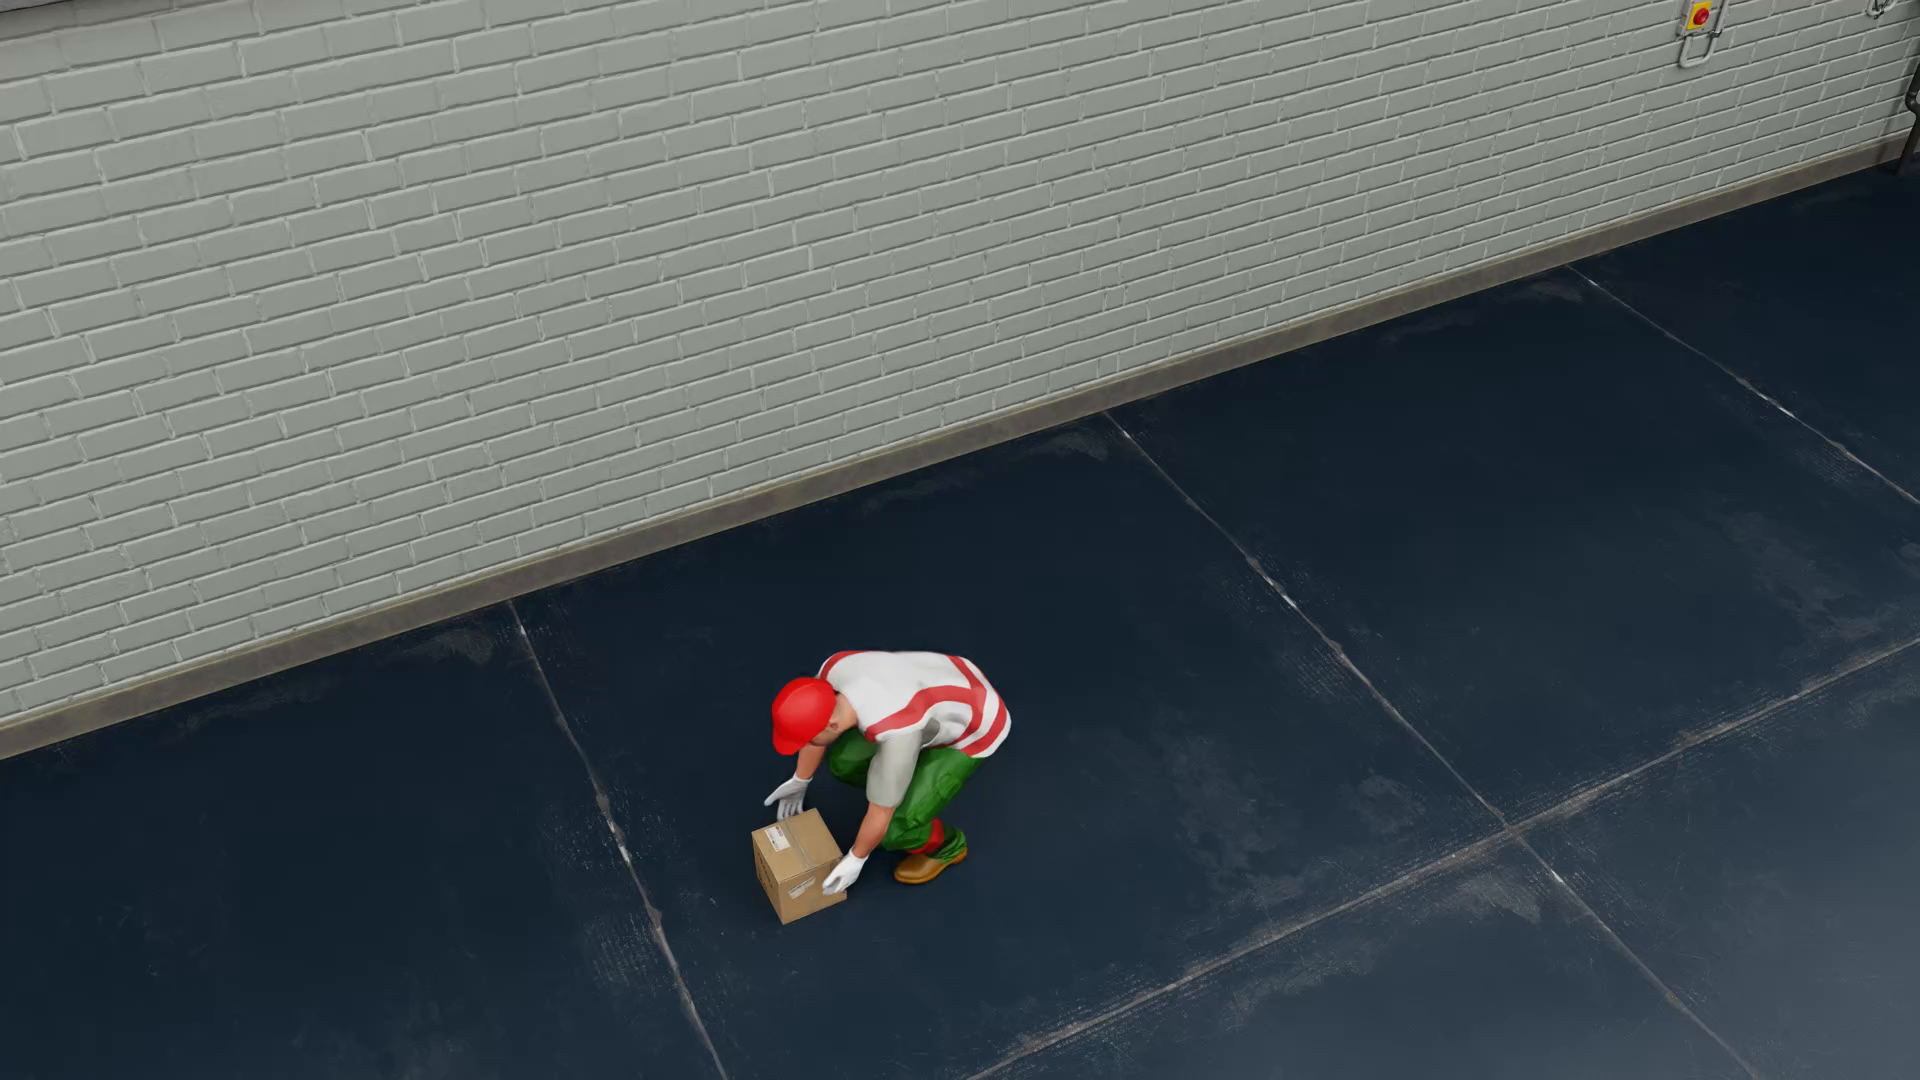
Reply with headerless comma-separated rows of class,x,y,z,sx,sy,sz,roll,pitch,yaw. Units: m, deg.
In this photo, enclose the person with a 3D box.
person,-0.234,0.765,5.792,0.866,1.091,0.579,-19,44,-20
